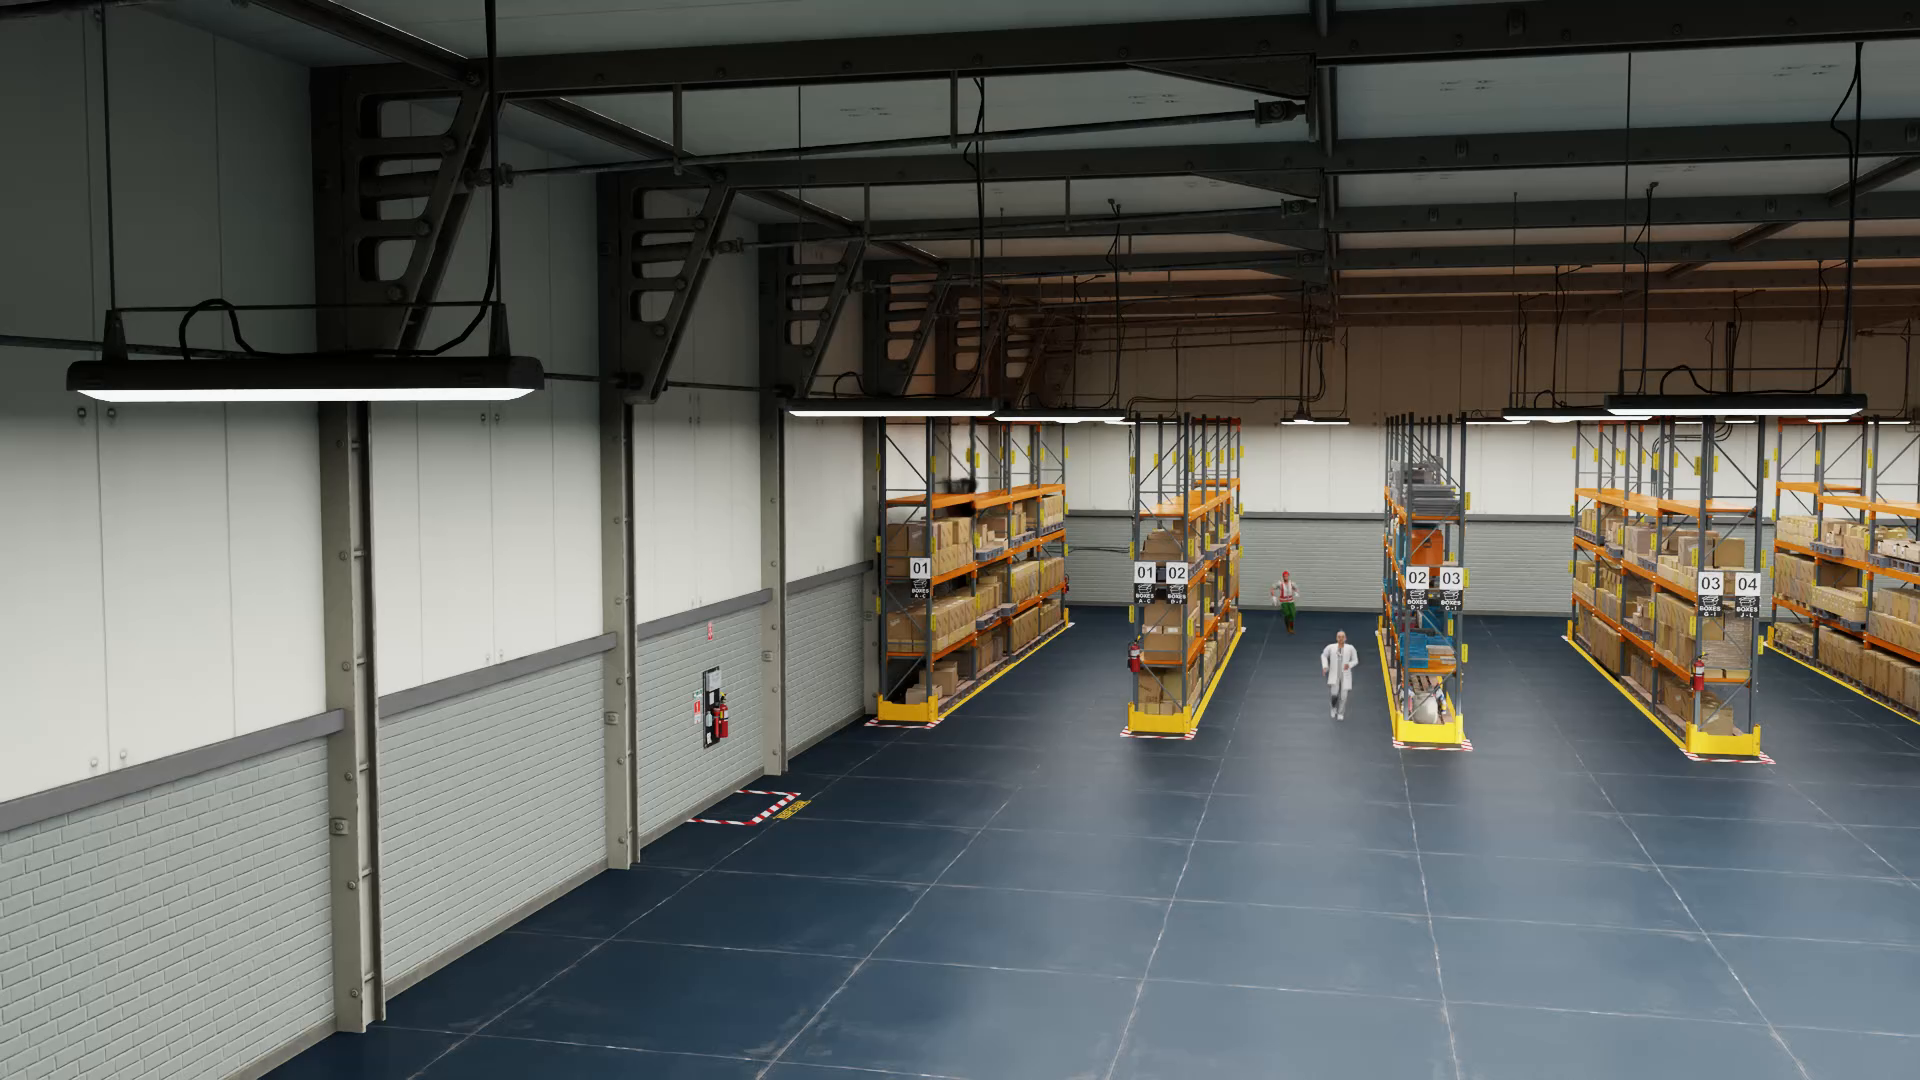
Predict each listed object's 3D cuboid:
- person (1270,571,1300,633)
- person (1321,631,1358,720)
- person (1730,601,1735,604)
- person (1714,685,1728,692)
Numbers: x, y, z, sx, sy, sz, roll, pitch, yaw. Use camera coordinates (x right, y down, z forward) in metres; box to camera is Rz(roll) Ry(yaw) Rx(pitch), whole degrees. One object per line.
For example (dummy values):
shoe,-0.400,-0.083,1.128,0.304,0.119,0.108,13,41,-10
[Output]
person,9.023,1.731,45.980,0.799,1.739,0.609,0,4,-7
person,7.394,2.653,32.378,0.704,1.734,0.653,1,4,11
person,19.184,2.132,41.248,0.589,1.627,0.565,1,4,11
person,16.655,2.428,36.340,0.597,1.720,0.805,1,4,12
